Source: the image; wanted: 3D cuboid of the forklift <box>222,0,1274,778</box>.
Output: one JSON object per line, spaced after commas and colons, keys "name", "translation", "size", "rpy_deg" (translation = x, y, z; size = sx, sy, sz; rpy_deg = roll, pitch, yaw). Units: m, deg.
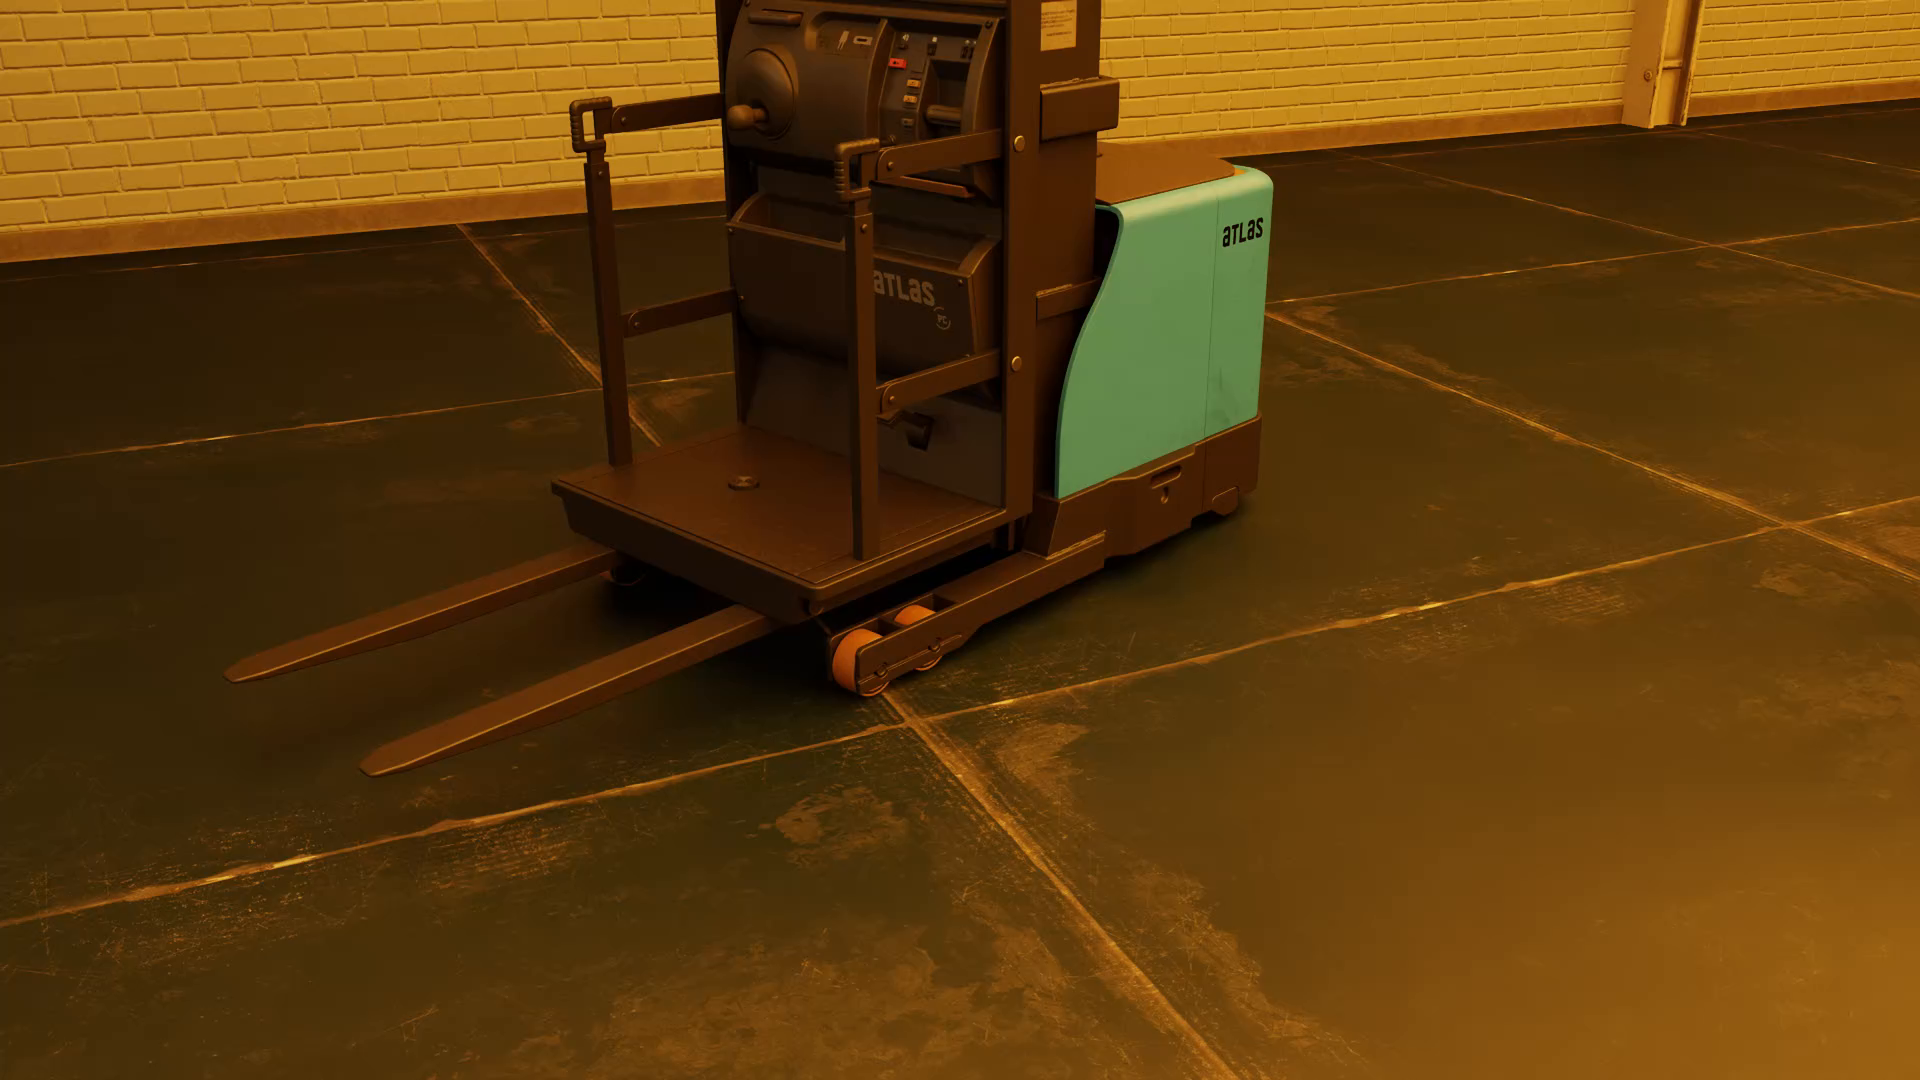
{"name": "forklift", "translation": [-0.413, -1.182, 4.131], "size": [1.130, 2.935, 3.031], "rpy_deg": [19, 29, 39]}
